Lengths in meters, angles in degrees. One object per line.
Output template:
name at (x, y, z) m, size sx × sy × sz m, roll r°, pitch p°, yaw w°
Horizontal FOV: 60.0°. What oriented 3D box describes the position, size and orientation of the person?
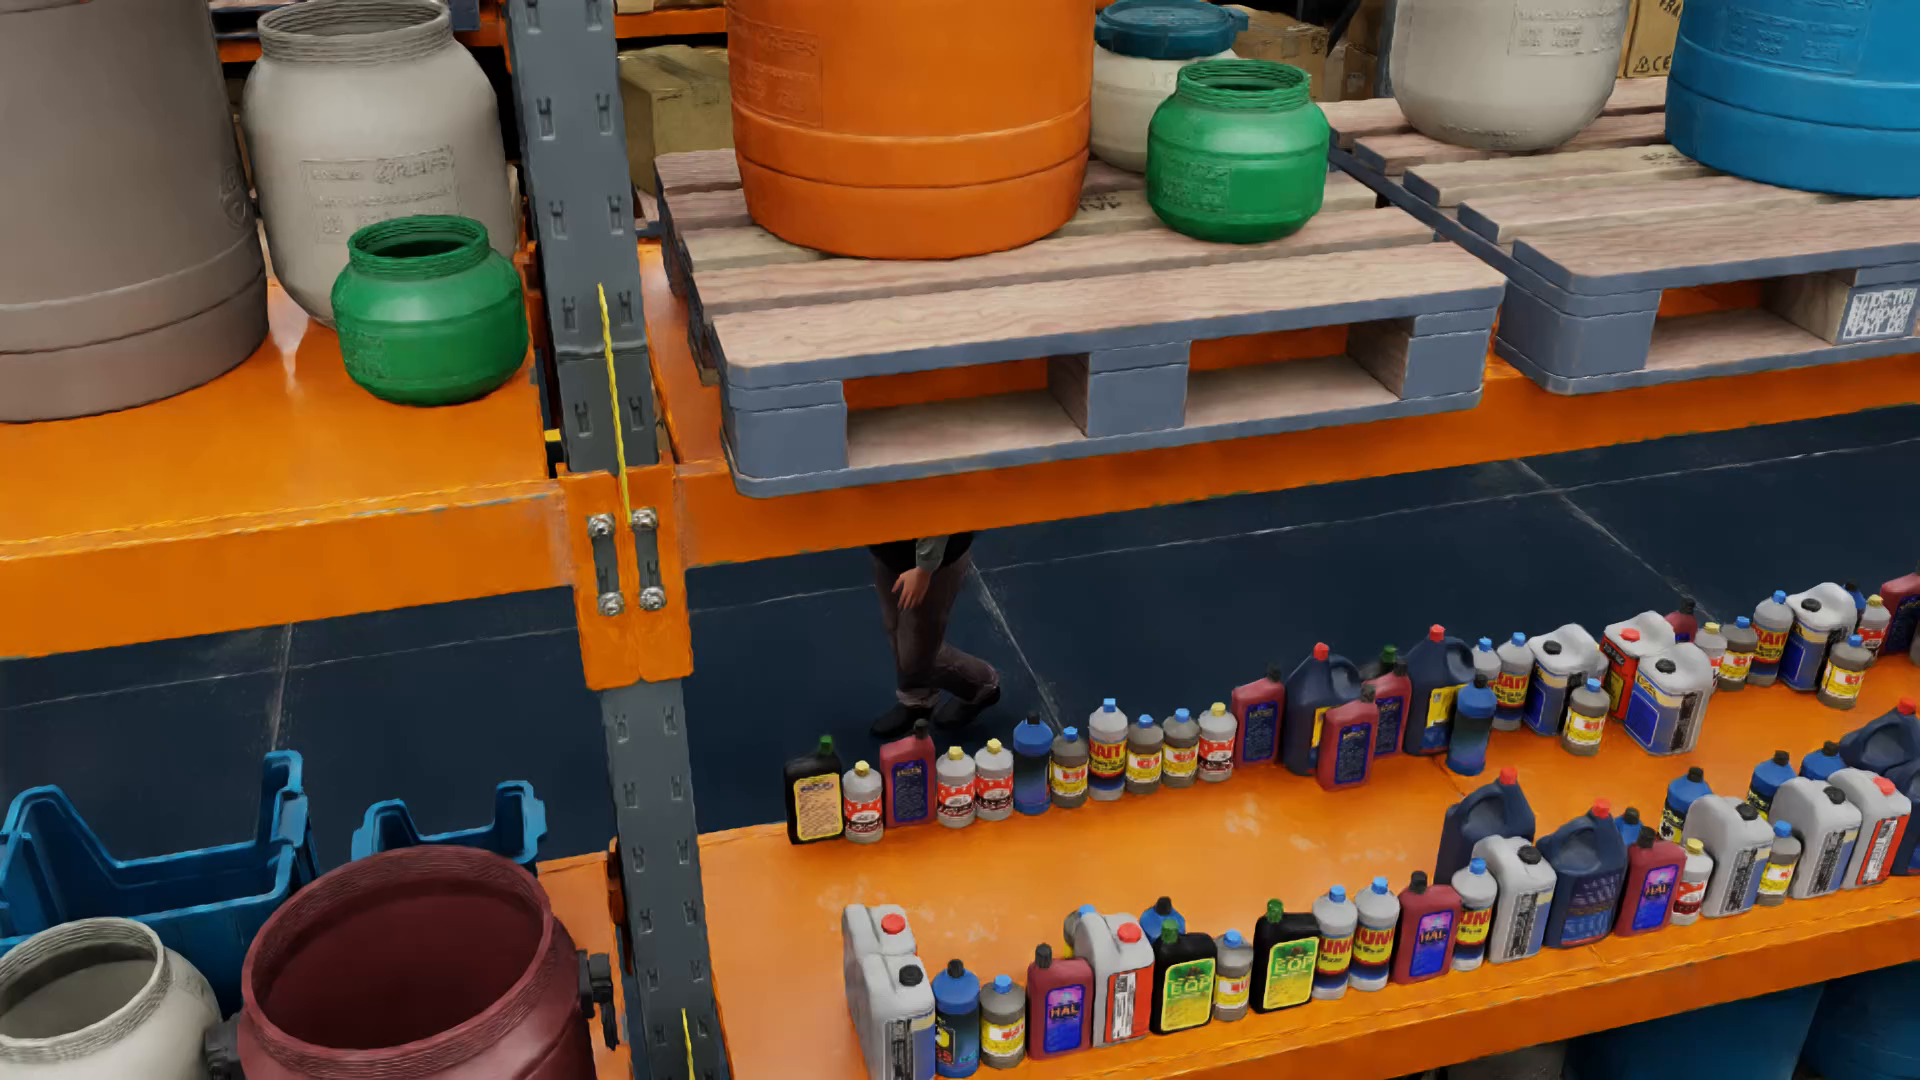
person at (-0.162, 0.035, 6.108) m, size 0.620 × 1.700 × 0.547 m, roll -20°, pitch 36°, yaw -31°
